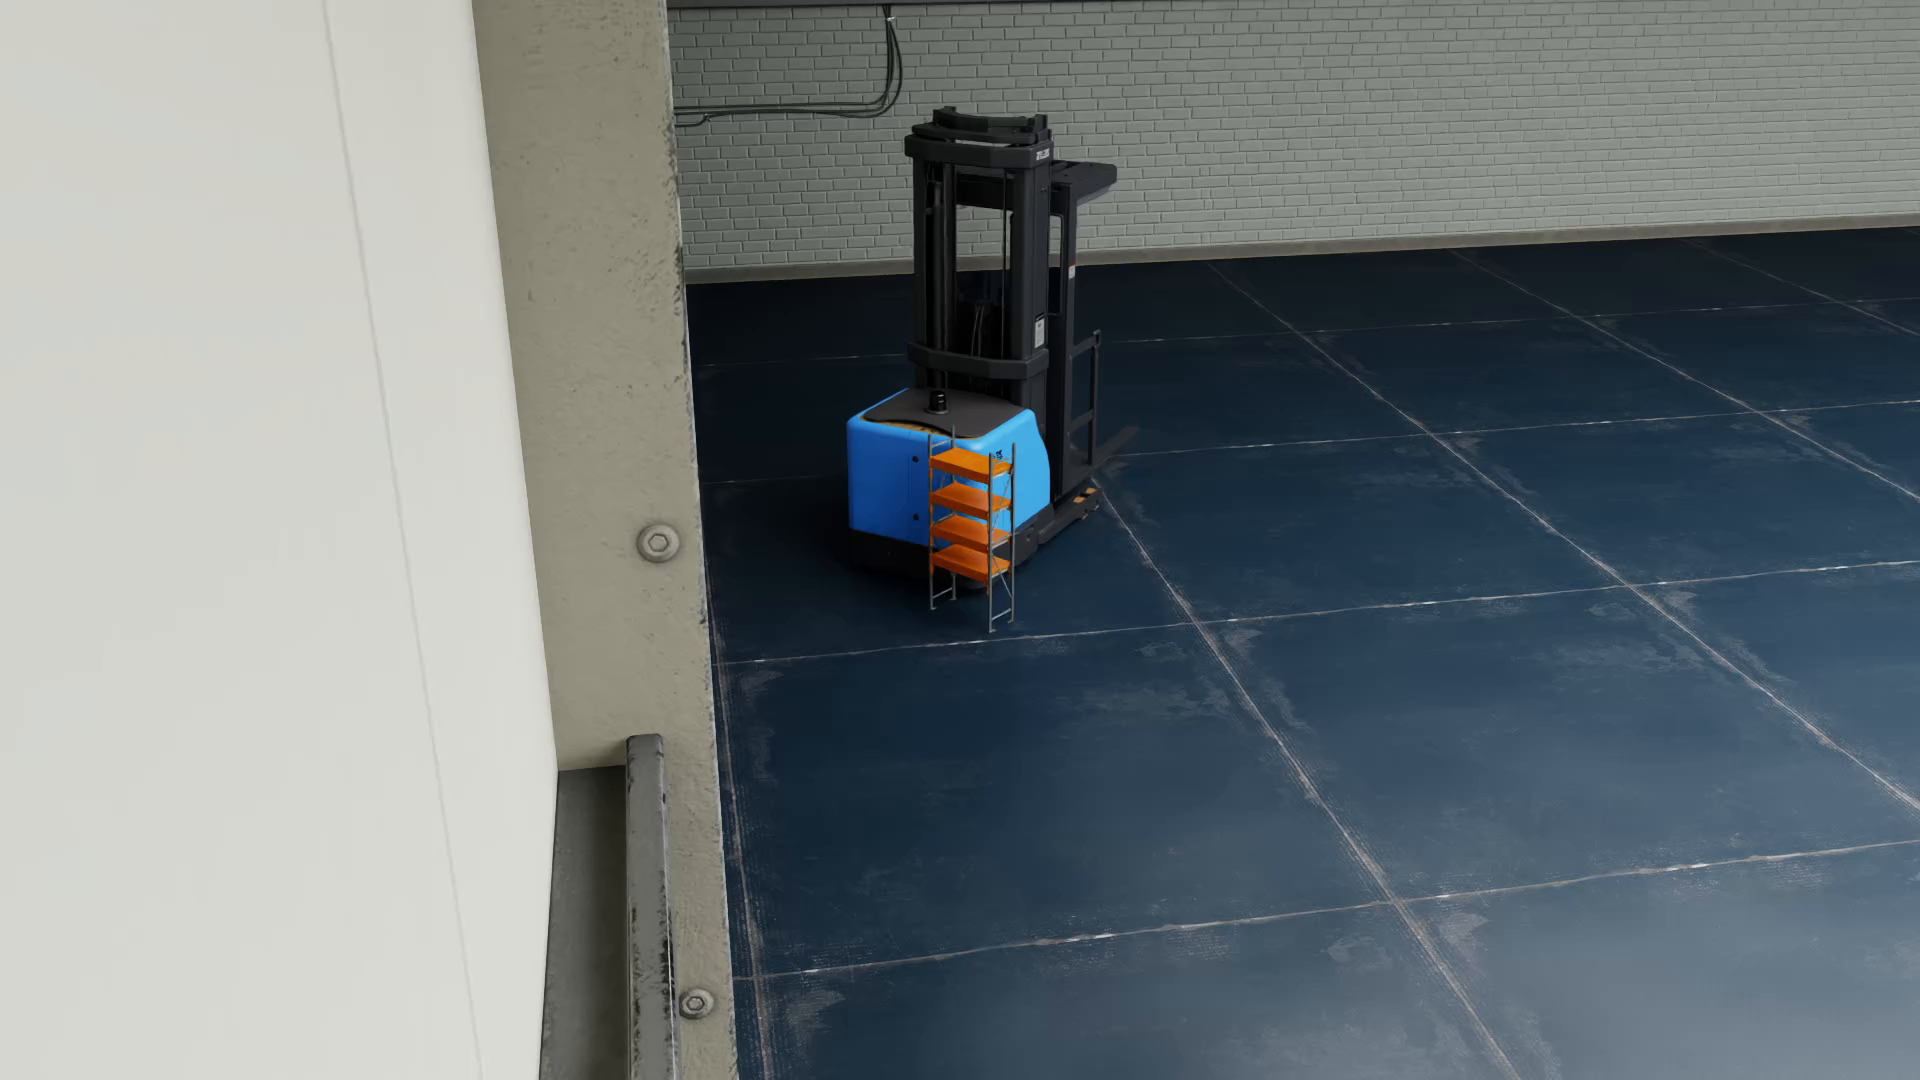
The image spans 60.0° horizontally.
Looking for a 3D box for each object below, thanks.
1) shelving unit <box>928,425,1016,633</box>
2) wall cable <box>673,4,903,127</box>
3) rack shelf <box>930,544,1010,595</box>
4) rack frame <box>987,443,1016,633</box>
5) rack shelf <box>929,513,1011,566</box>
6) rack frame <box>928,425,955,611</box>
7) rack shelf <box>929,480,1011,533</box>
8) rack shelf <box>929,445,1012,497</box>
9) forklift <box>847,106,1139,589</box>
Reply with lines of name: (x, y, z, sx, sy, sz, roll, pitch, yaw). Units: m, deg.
shelving unit: (0.070, -0.069, 10.408, 0.503, 1.200, 0.258, 19, 30, 37)
wall cable: (-2.122, -5.545, 17.082, 3.097, 2.526, 0.112, -4, 24, -10)
rack shelf: (0.070, 0.175, 10.514, 0.480, 0.148, 0.258, 19, 30, 37)
rack frame: (0.256, -0.005, 10.262, 0.015, 1.200, 0.240, 19, 30, 37)
rack shelf: (0.070, -0.007, 10.435, 0.480, 0.148, 0.258, 19, 30, 37)
rack frame: (-0.115, -0.132, 10.553, 0.015, 1.200, 0.240, 19, 30, 37)
rack shelf: (0.070, -0.212, 10.345, 0.480, 0.148, 0.258, 19, 30, 37)
rack shelf: (0.070, -0.429, 10.251, 0.480, 0.148, 0.258, 19, 30, 37)
forklift: (0.397, -1.572, 11.686, 1.130, 2.935, 3.031, 13, 27, 26)
